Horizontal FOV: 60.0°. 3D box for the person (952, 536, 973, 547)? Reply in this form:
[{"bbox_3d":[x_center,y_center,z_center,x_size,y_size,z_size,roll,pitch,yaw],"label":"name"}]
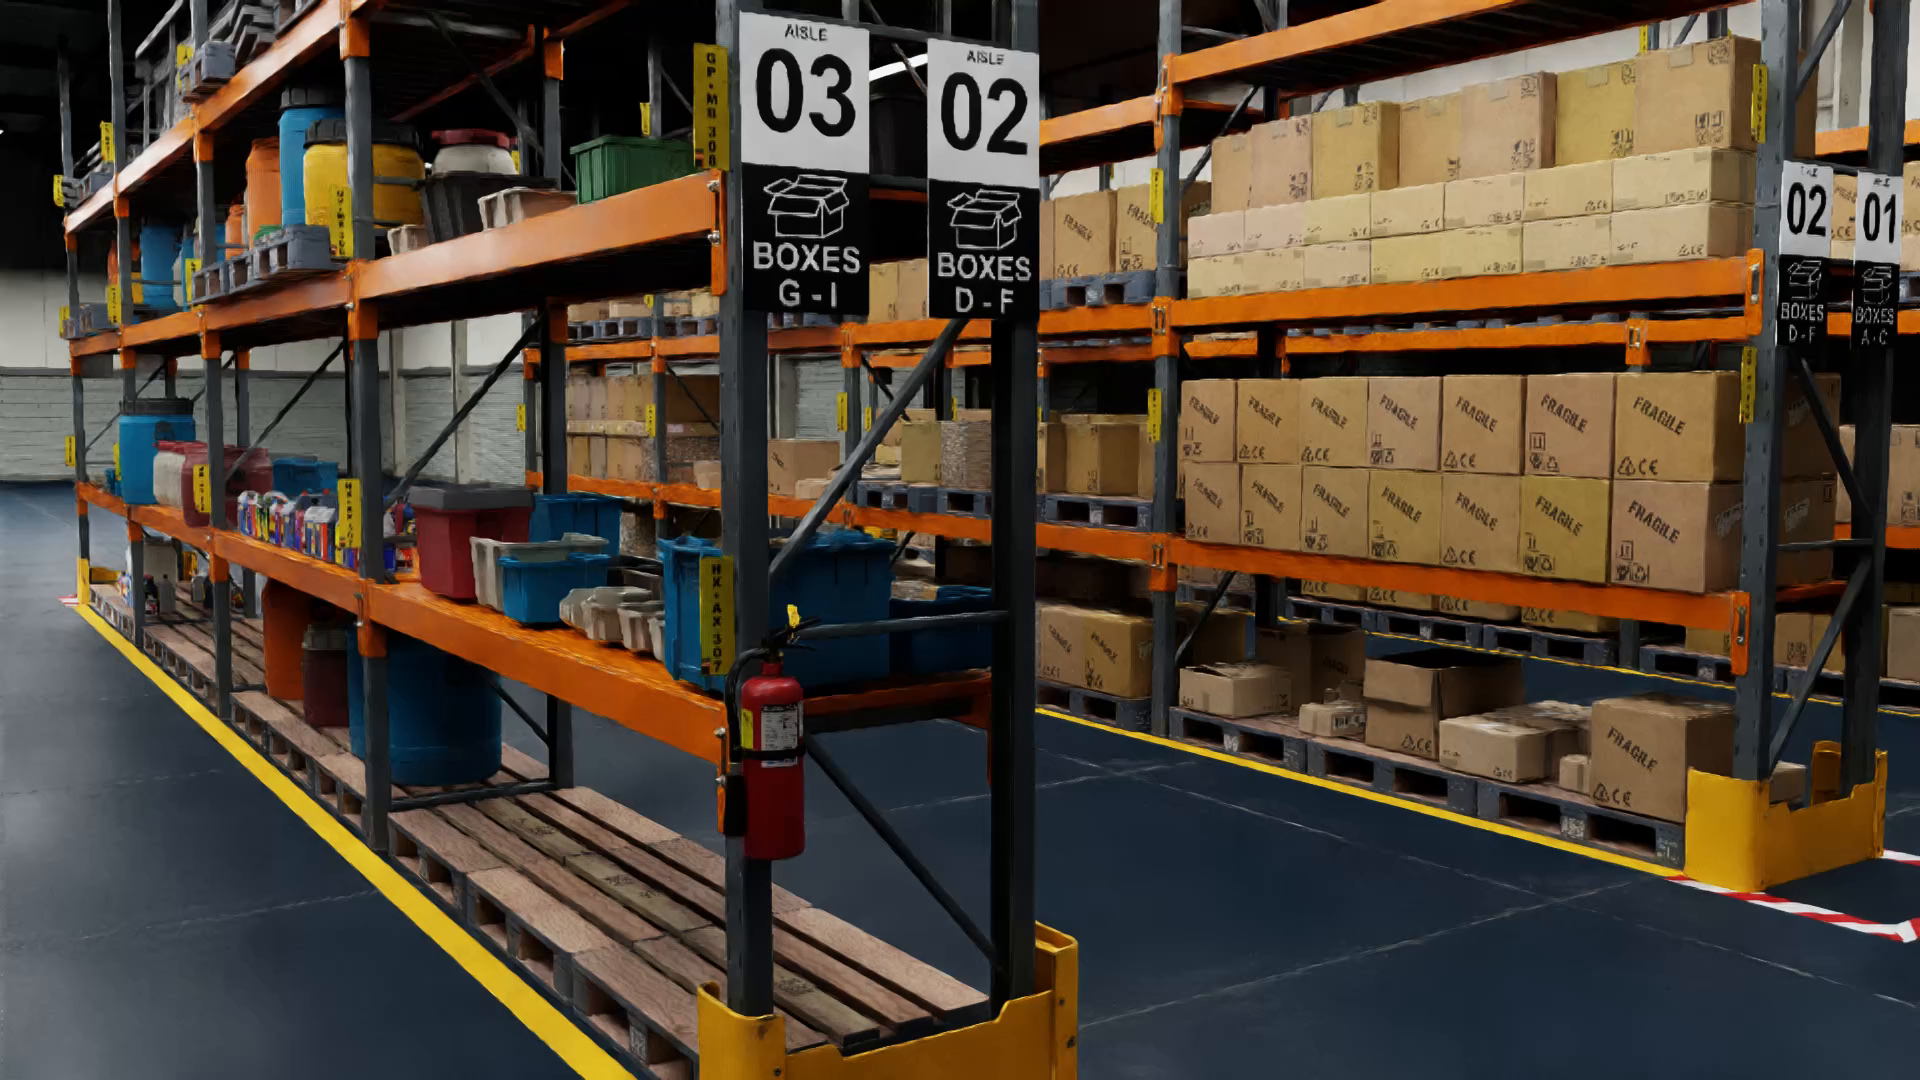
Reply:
[{"bbox_3d":[-0.058,-0.080,16.694,0.378,1.685,0.559,-3,6,-32],"label":"person"}]
